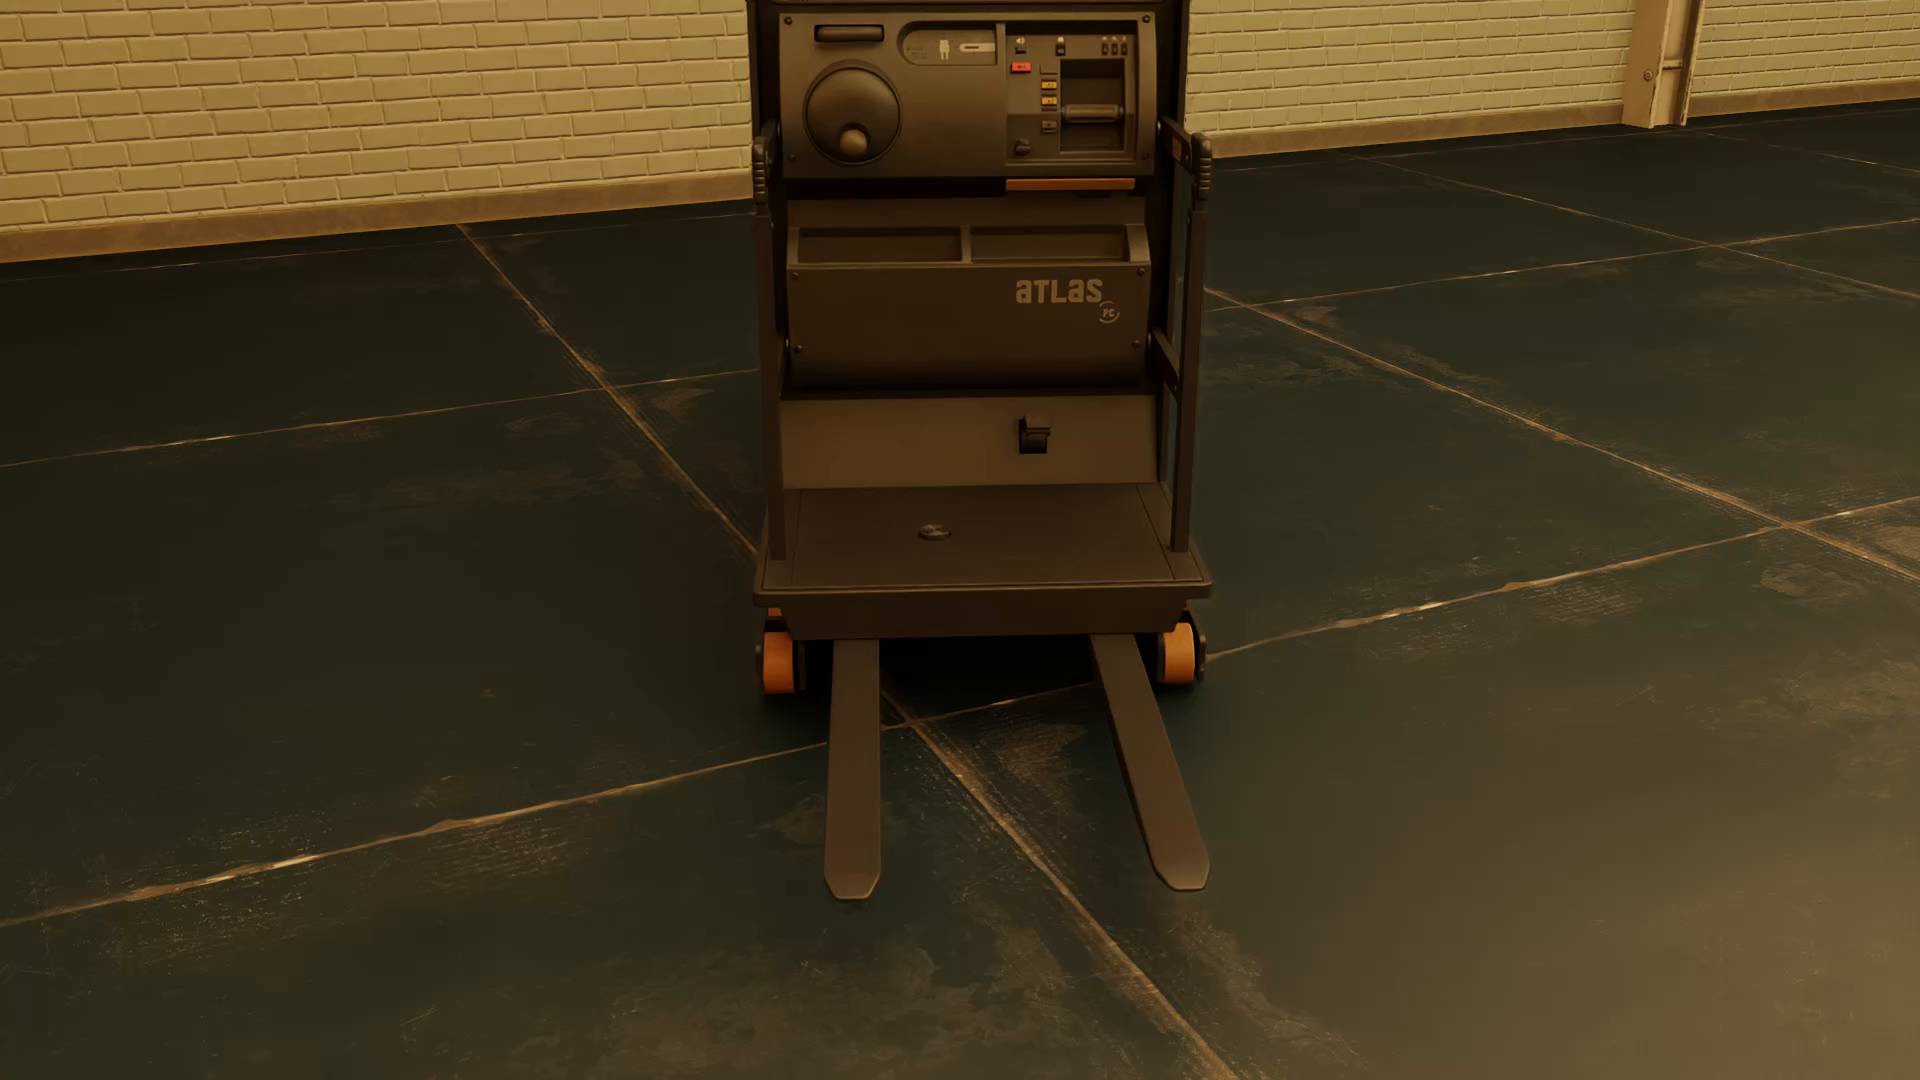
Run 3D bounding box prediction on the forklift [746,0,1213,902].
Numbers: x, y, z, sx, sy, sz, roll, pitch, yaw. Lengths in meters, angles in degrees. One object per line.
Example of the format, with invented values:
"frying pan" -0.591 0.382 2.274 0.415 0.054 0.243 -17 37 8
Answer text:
"forklift" 0.034 -1.091 3.912 1.130 2.935 3.031 -1 23 -3
